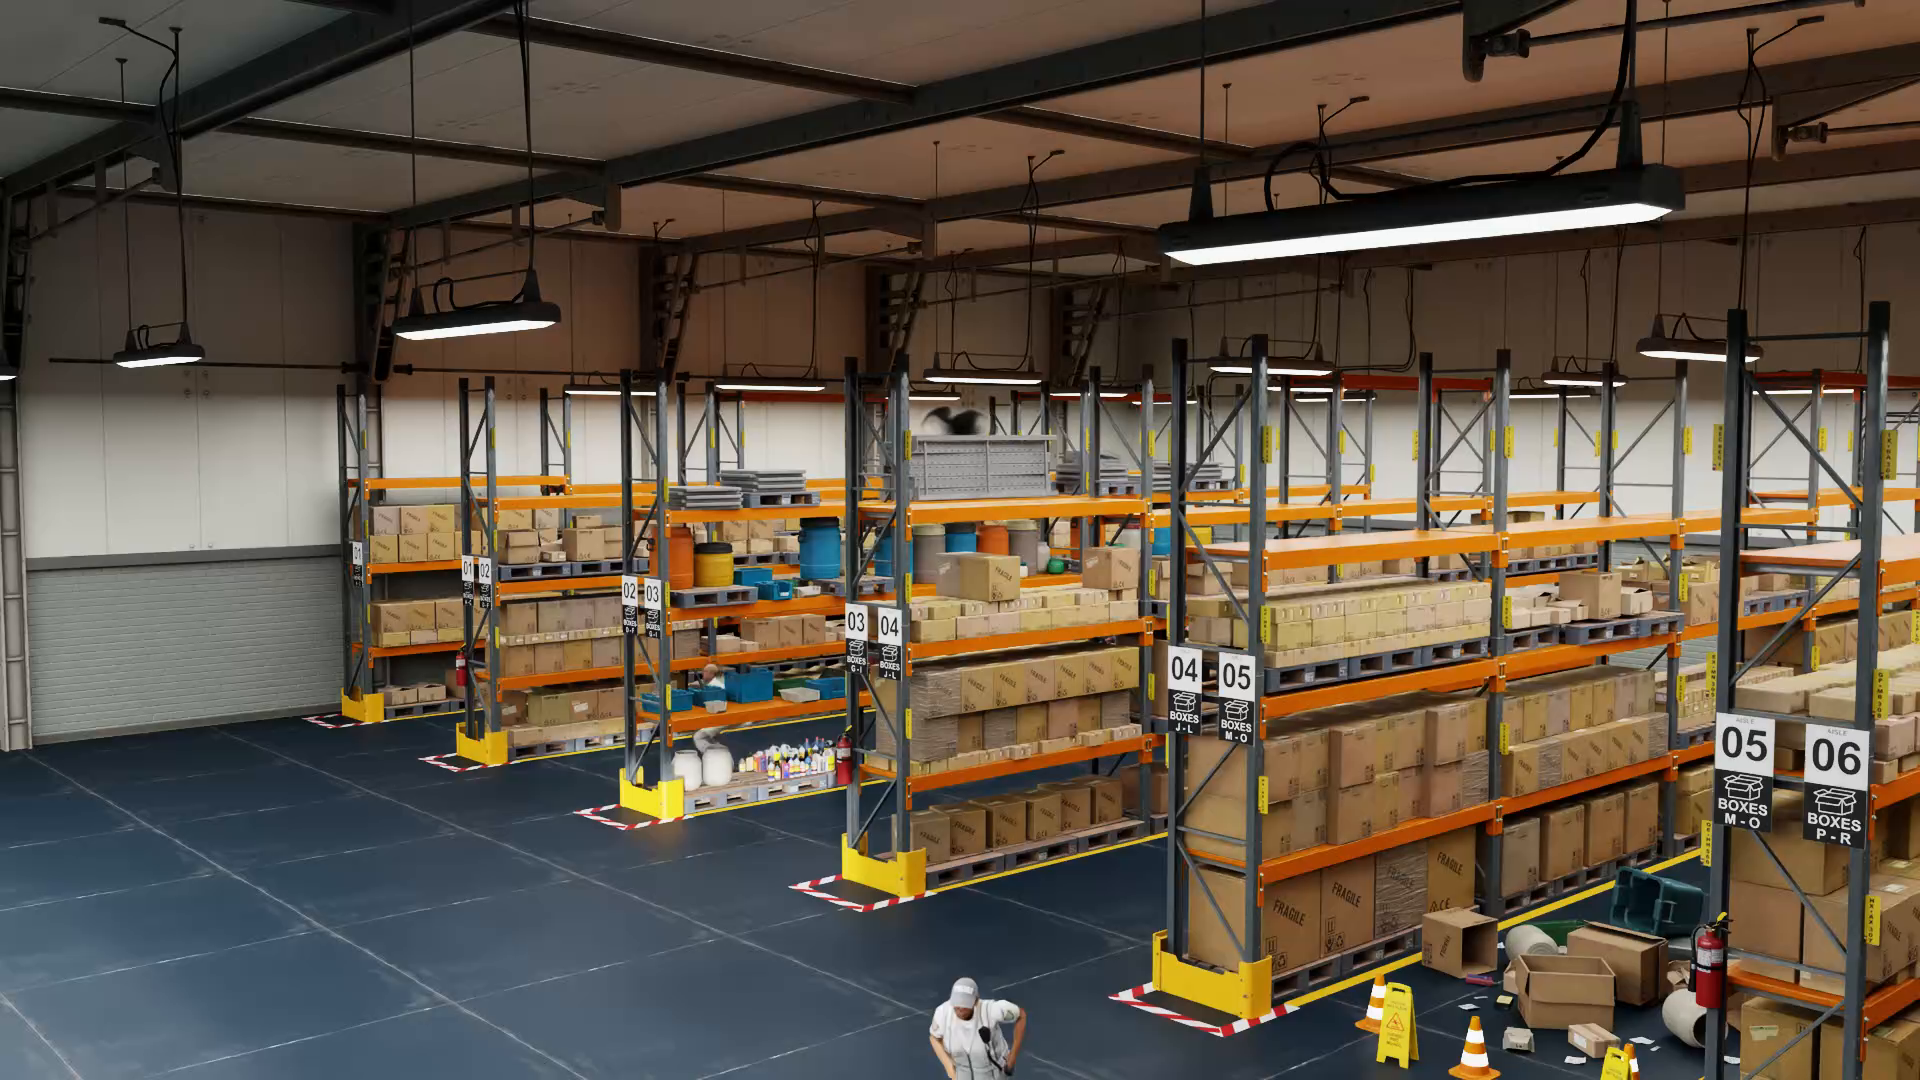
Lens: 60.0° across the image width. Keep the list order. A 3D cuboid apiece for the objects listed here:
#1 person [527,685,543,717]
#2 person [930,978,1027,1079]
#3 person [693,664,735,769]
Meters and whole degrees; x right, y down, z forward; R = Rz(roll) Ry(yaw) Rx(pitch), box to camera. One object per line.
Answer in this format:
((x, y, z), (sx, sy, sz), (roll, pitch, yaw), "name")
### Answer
((-7.337, 2.412, 28.957), (0.566, 1.662, 0.929), (3, 5, 35), "person")
((0.138, 3.664, 11.278), (0.649, 1.627, 1.034), (1, 4, 14), "person")
((-3.660, 2.687, 24.848), (0.695, 1.689, 0.810), (-1, 4, -20), "person")
